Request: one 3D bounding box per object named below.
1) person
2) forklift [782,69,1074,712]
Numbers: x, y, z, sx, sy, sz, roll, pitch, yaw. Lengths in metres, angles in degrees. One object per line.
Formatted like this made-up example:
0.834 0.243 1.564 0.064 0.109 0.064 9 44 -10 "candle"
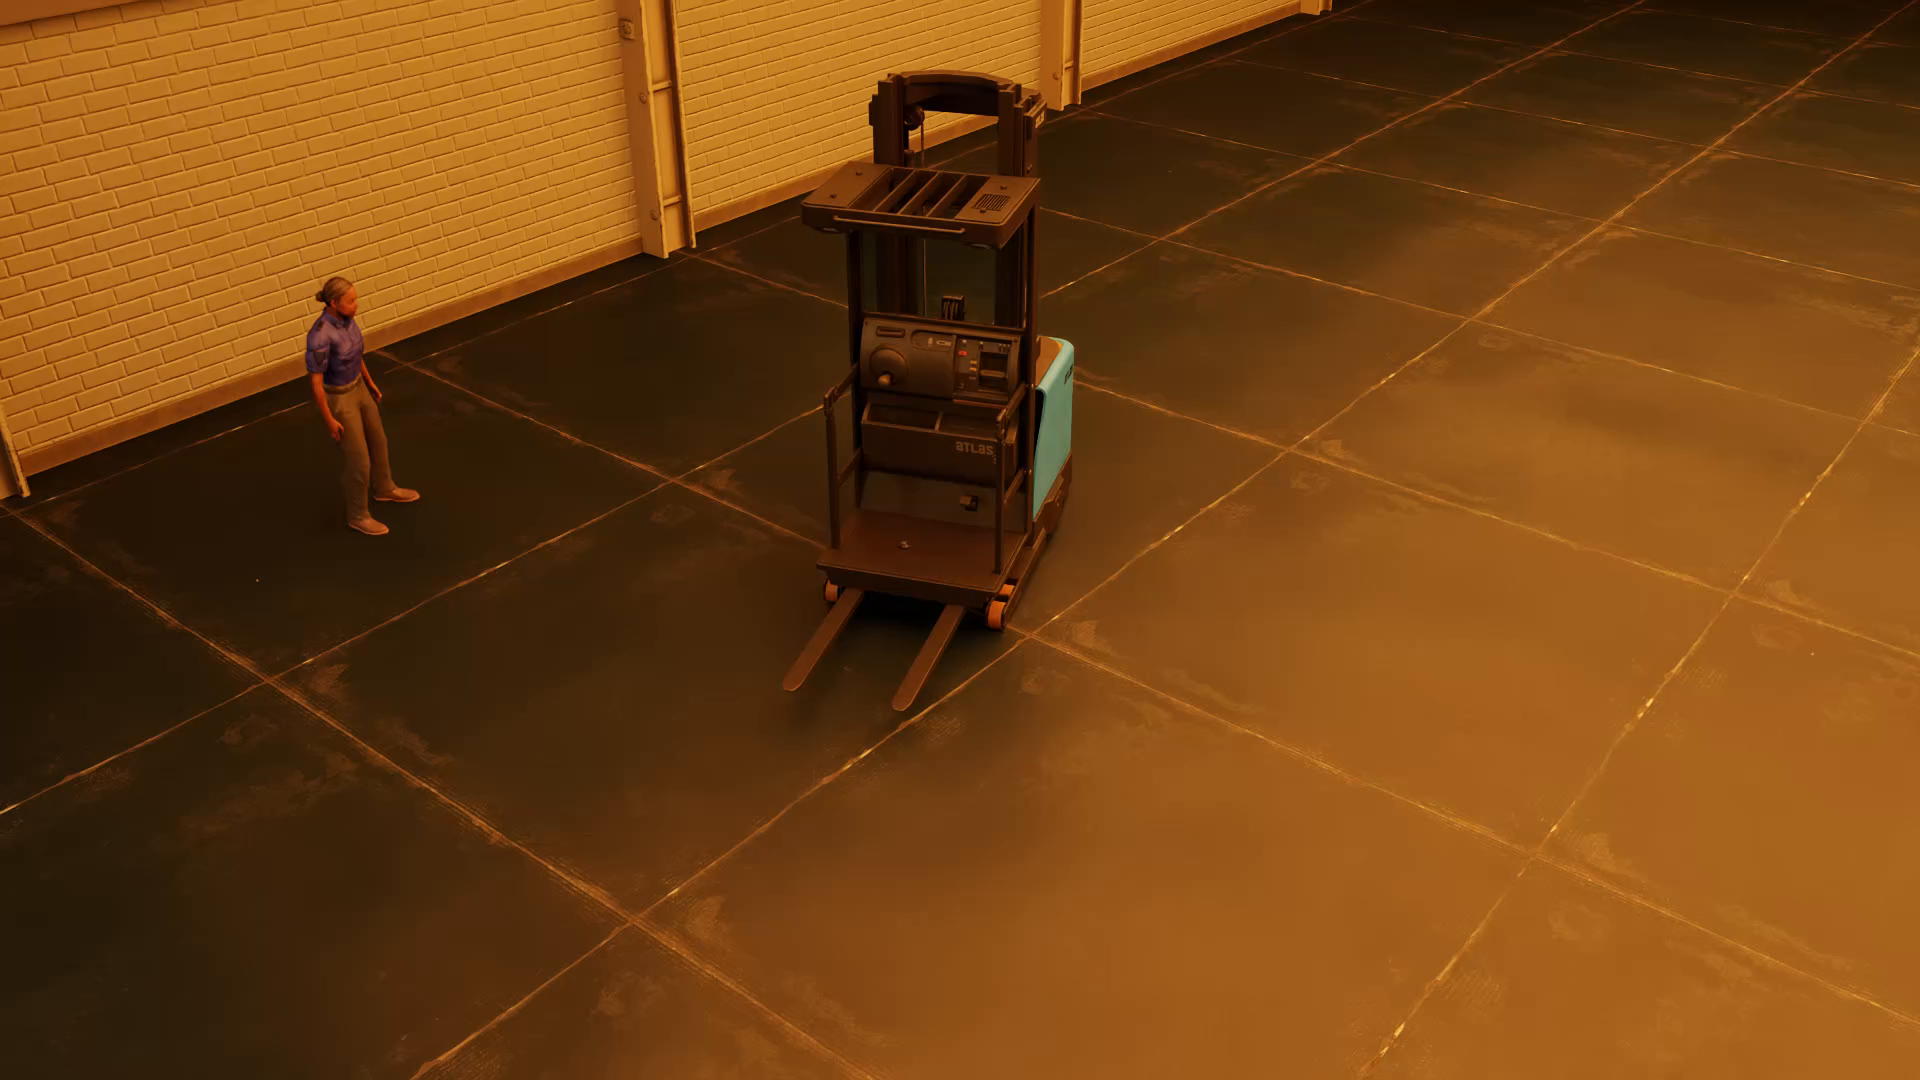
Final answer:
-3.777 -0.862 10.345 0.372 1.651 0.615 4 31 6 "person"
-0.176 -0.972 9.258 1.130 2.935 3.031 9 31 14 "forklift"
